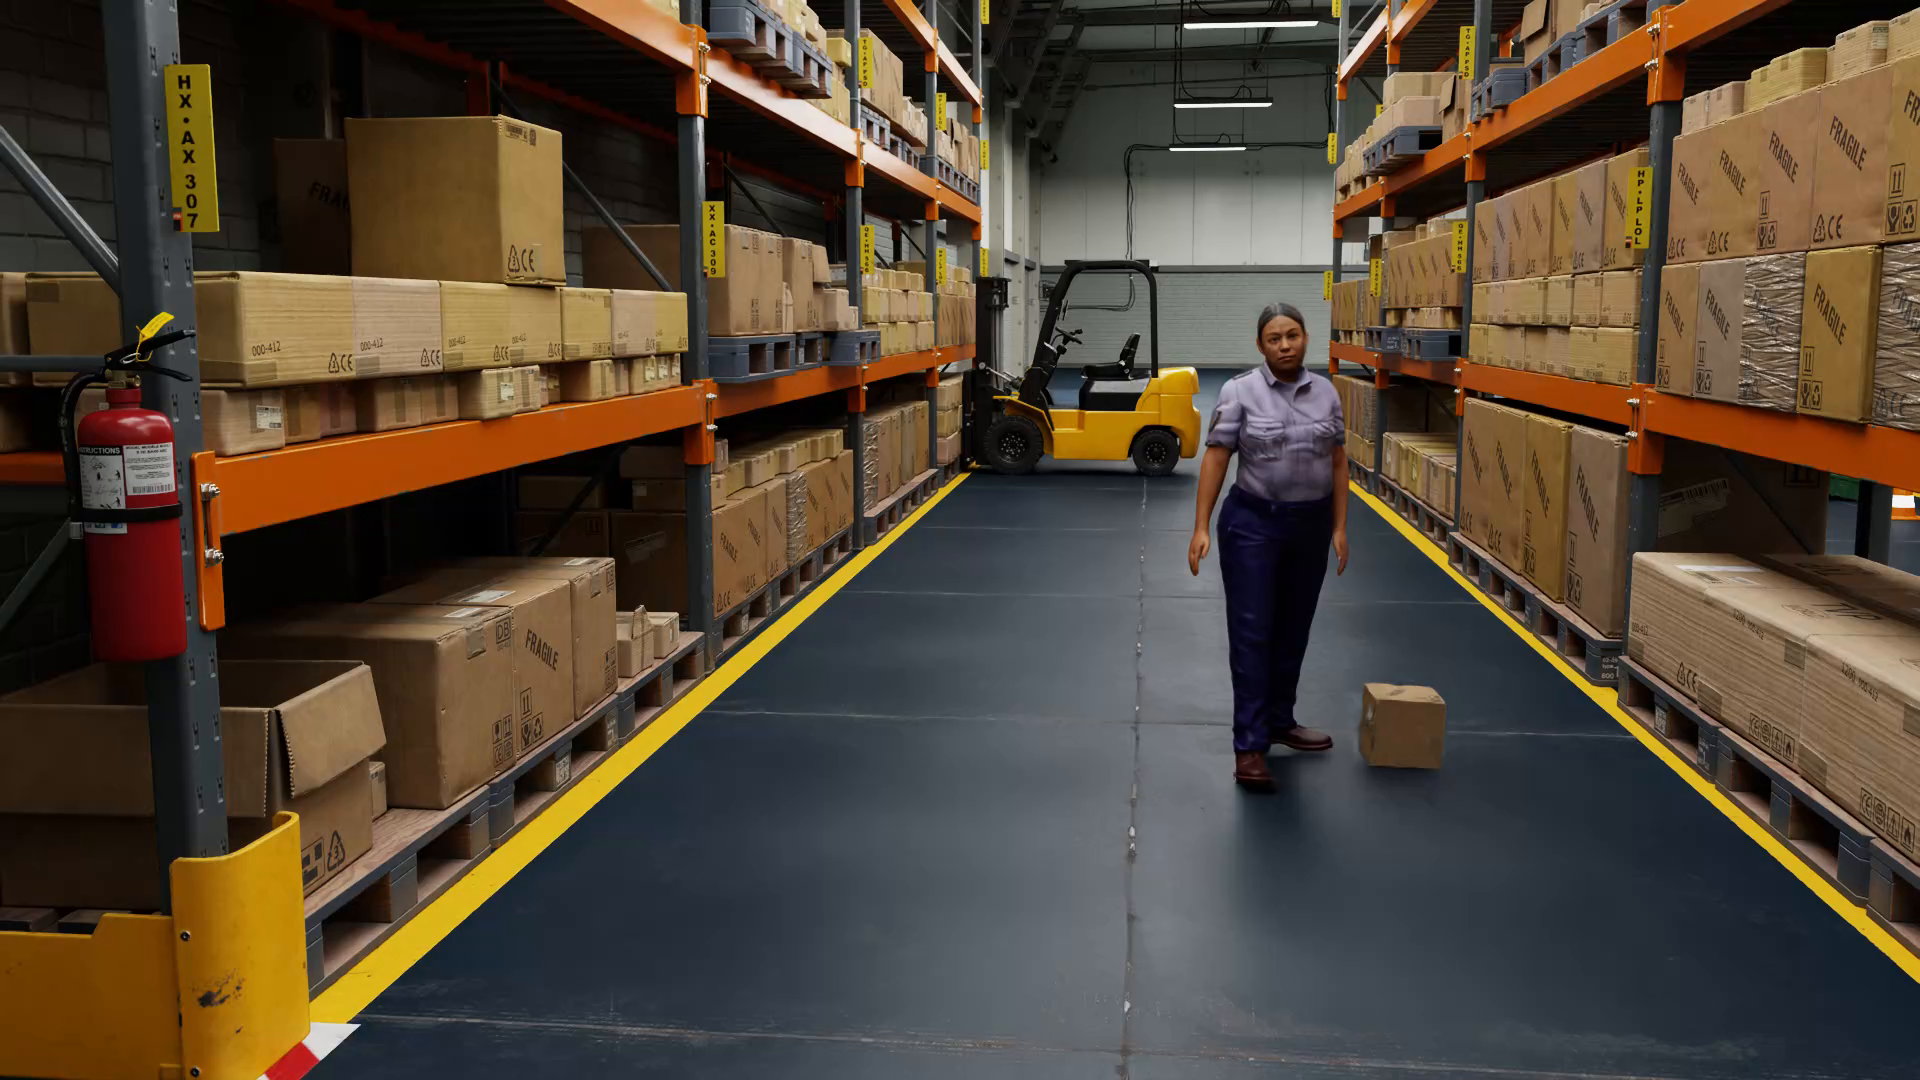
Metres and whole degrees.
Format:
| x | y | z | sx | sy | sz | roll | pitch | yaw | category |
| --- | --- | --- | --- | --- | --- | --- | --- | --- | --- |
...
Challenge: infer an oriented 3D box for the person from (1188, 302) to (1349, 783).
| x | y | z | sx | sy | sz | roll | pitch | yaw | category |
| --- | --- | --- | --- | --- | --- | --- | --- | --- | --- |
| 1.105 | -0.011 | 5.841 | 0.626 | 1.634 | 0.616 | -2 | 8 | -17 | person |
